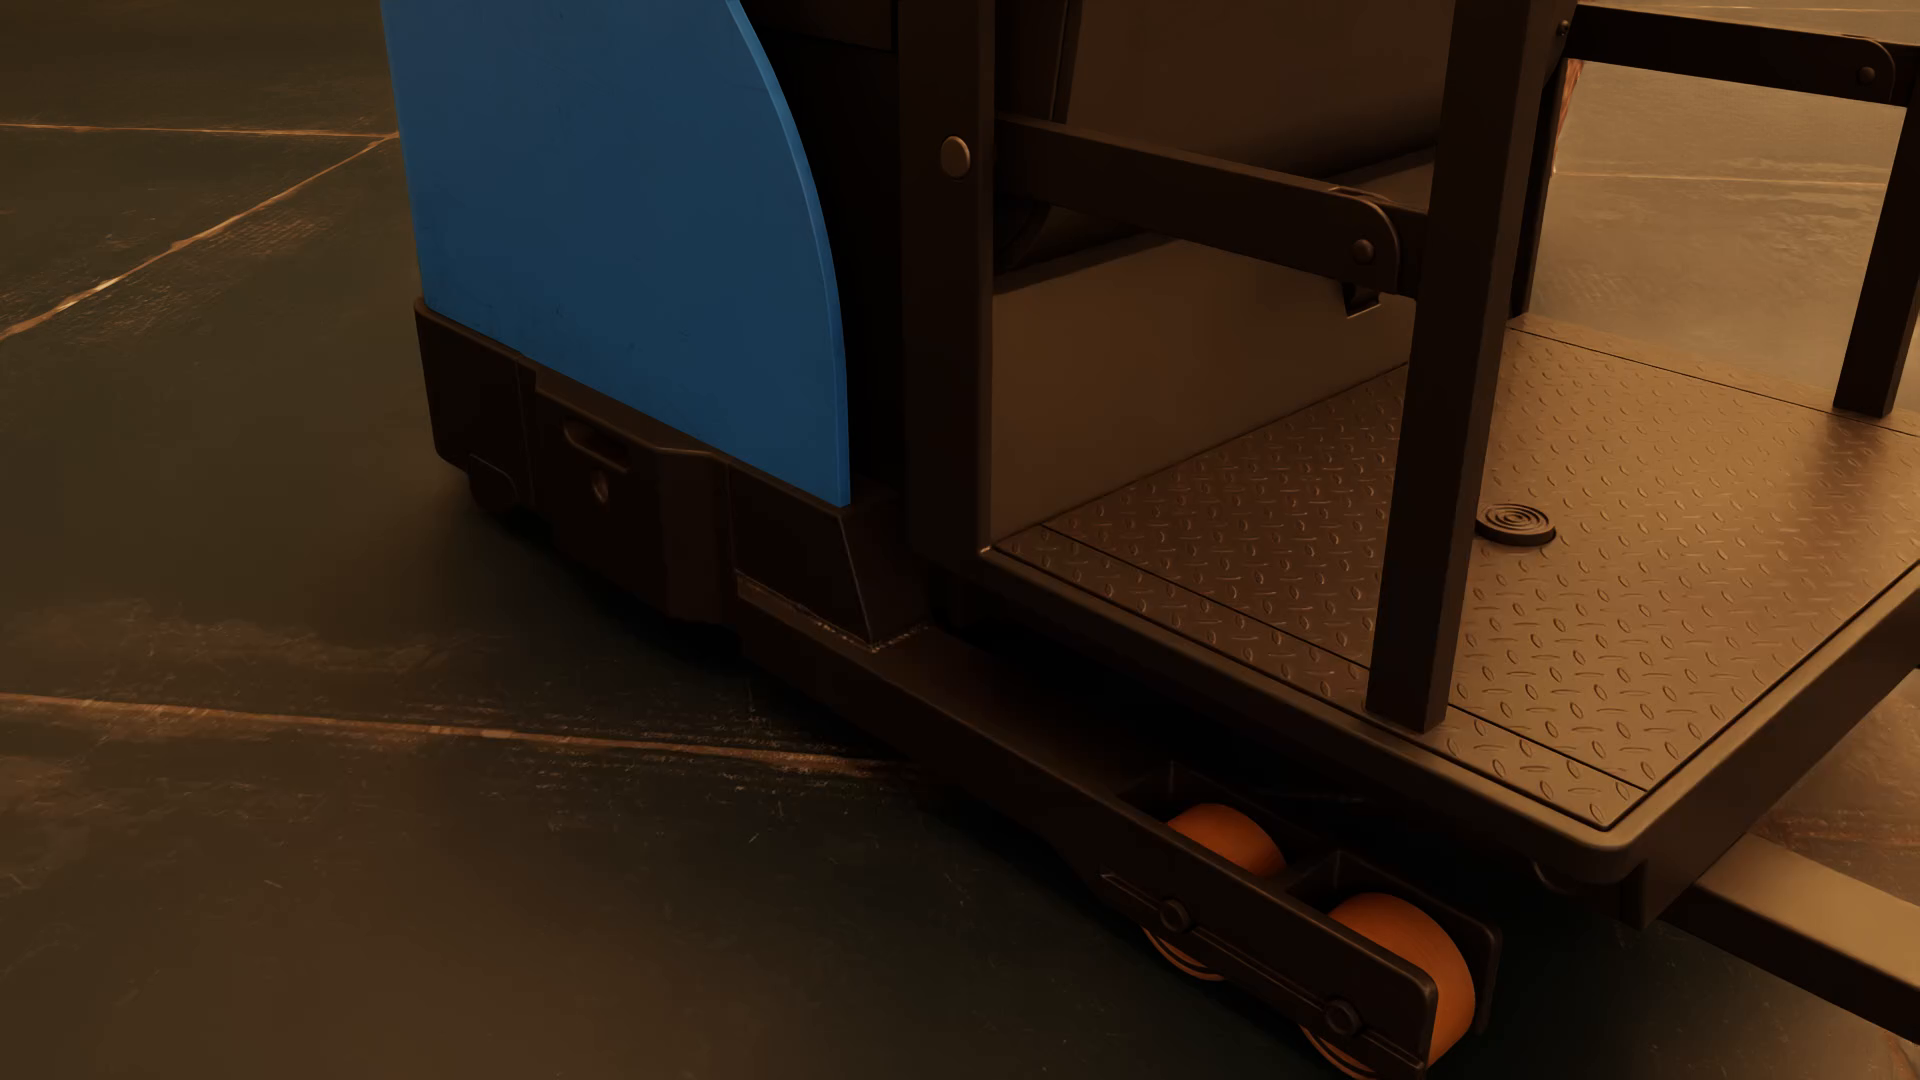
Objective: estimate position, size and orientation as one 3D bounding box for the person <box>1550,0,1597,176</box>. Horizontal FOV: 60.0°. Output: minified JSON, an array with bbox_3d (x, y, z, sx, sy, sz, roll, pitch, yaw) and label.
[{"bbox_3d":[1.343,-1.608,3.931,0.551,1.650,0.936,5,27,10],"label":"person"}]

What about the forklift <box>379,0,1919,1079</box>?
[{"bbox_3d":[0.548,-1.079,1.380,1.130,2.935,3.031,-23,35,-38],"label":"forklift"}]
